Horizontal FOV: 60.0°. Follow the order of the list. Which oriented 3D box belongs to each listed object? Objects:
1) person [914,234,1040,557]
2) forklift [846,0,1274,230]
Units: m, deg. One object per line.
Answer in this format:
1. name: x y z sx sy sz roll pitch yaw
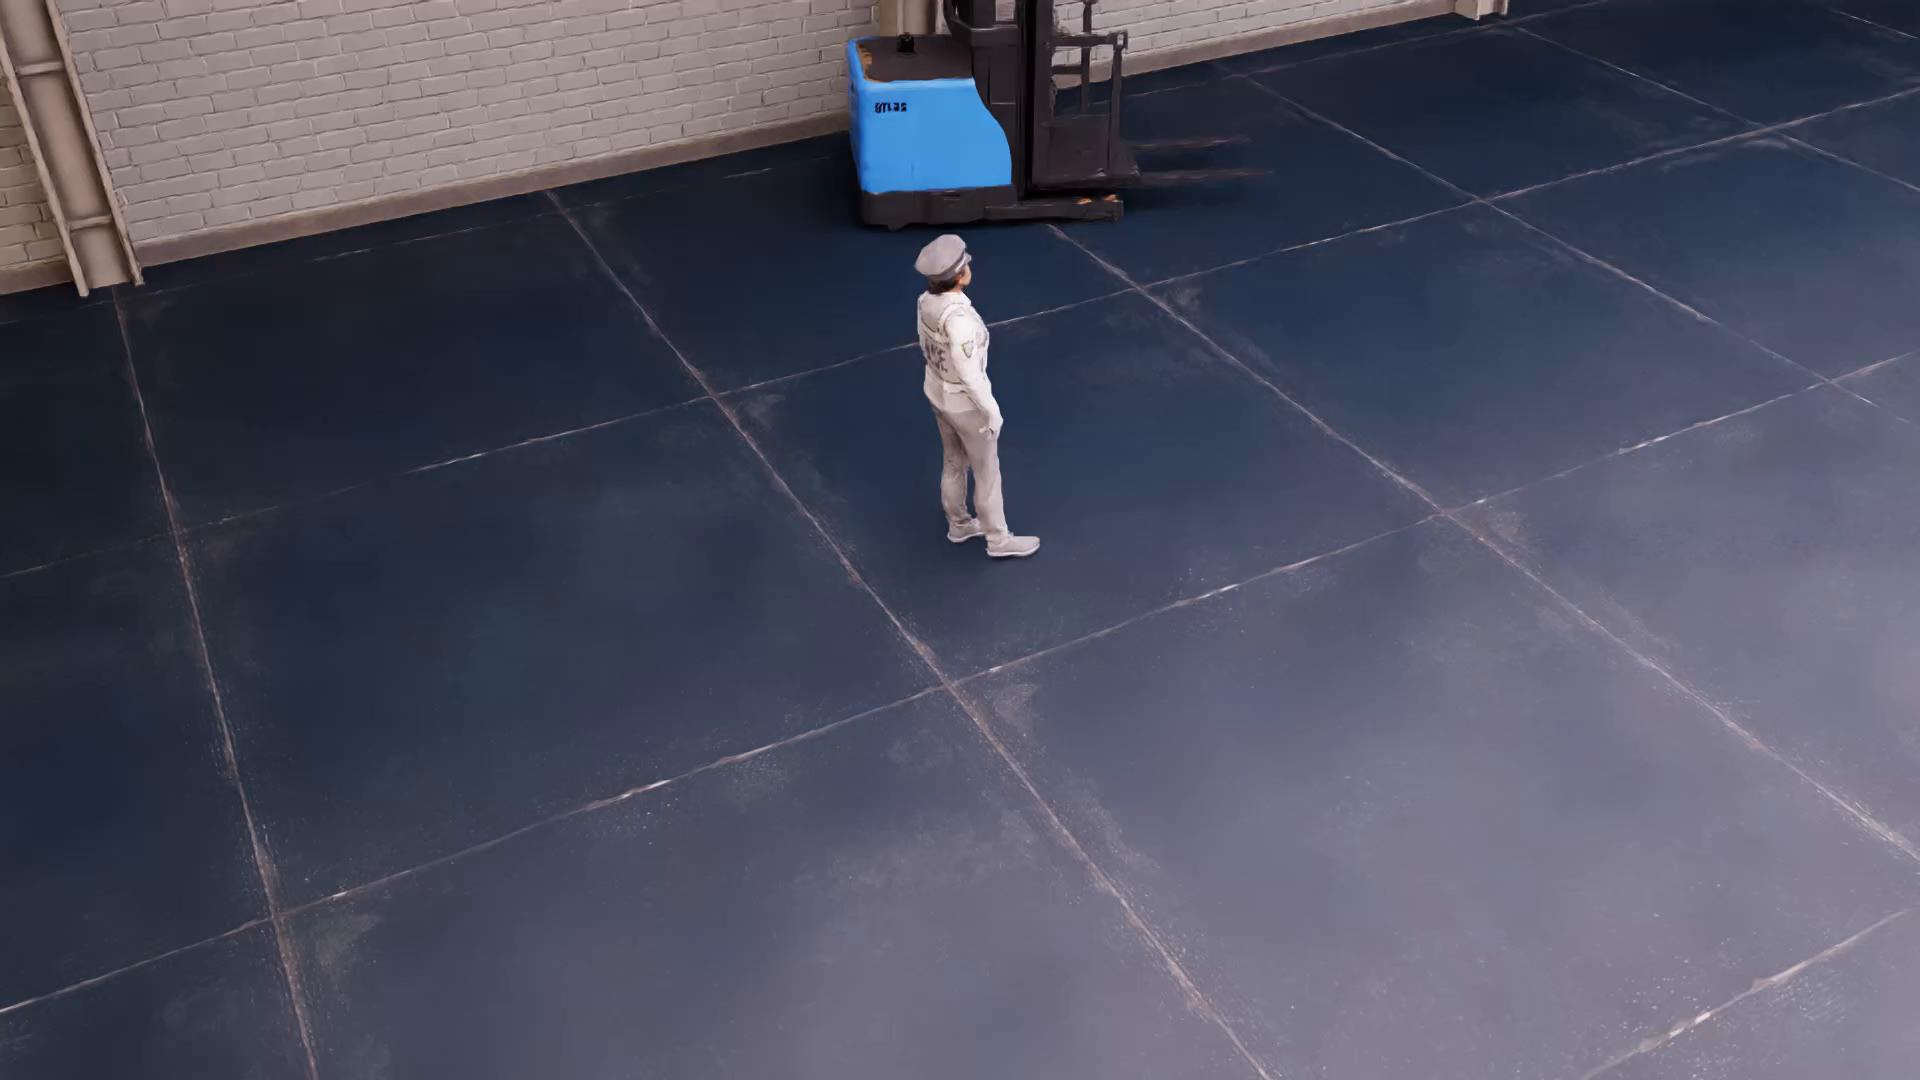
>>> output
1. person: 0.063 -0.713 8.190 0.532 1.695 0.586 -17 39 -23
2. forklift: 0.734 -3.760 11.442 3.031 2.935 1.130 -5 36 -7
